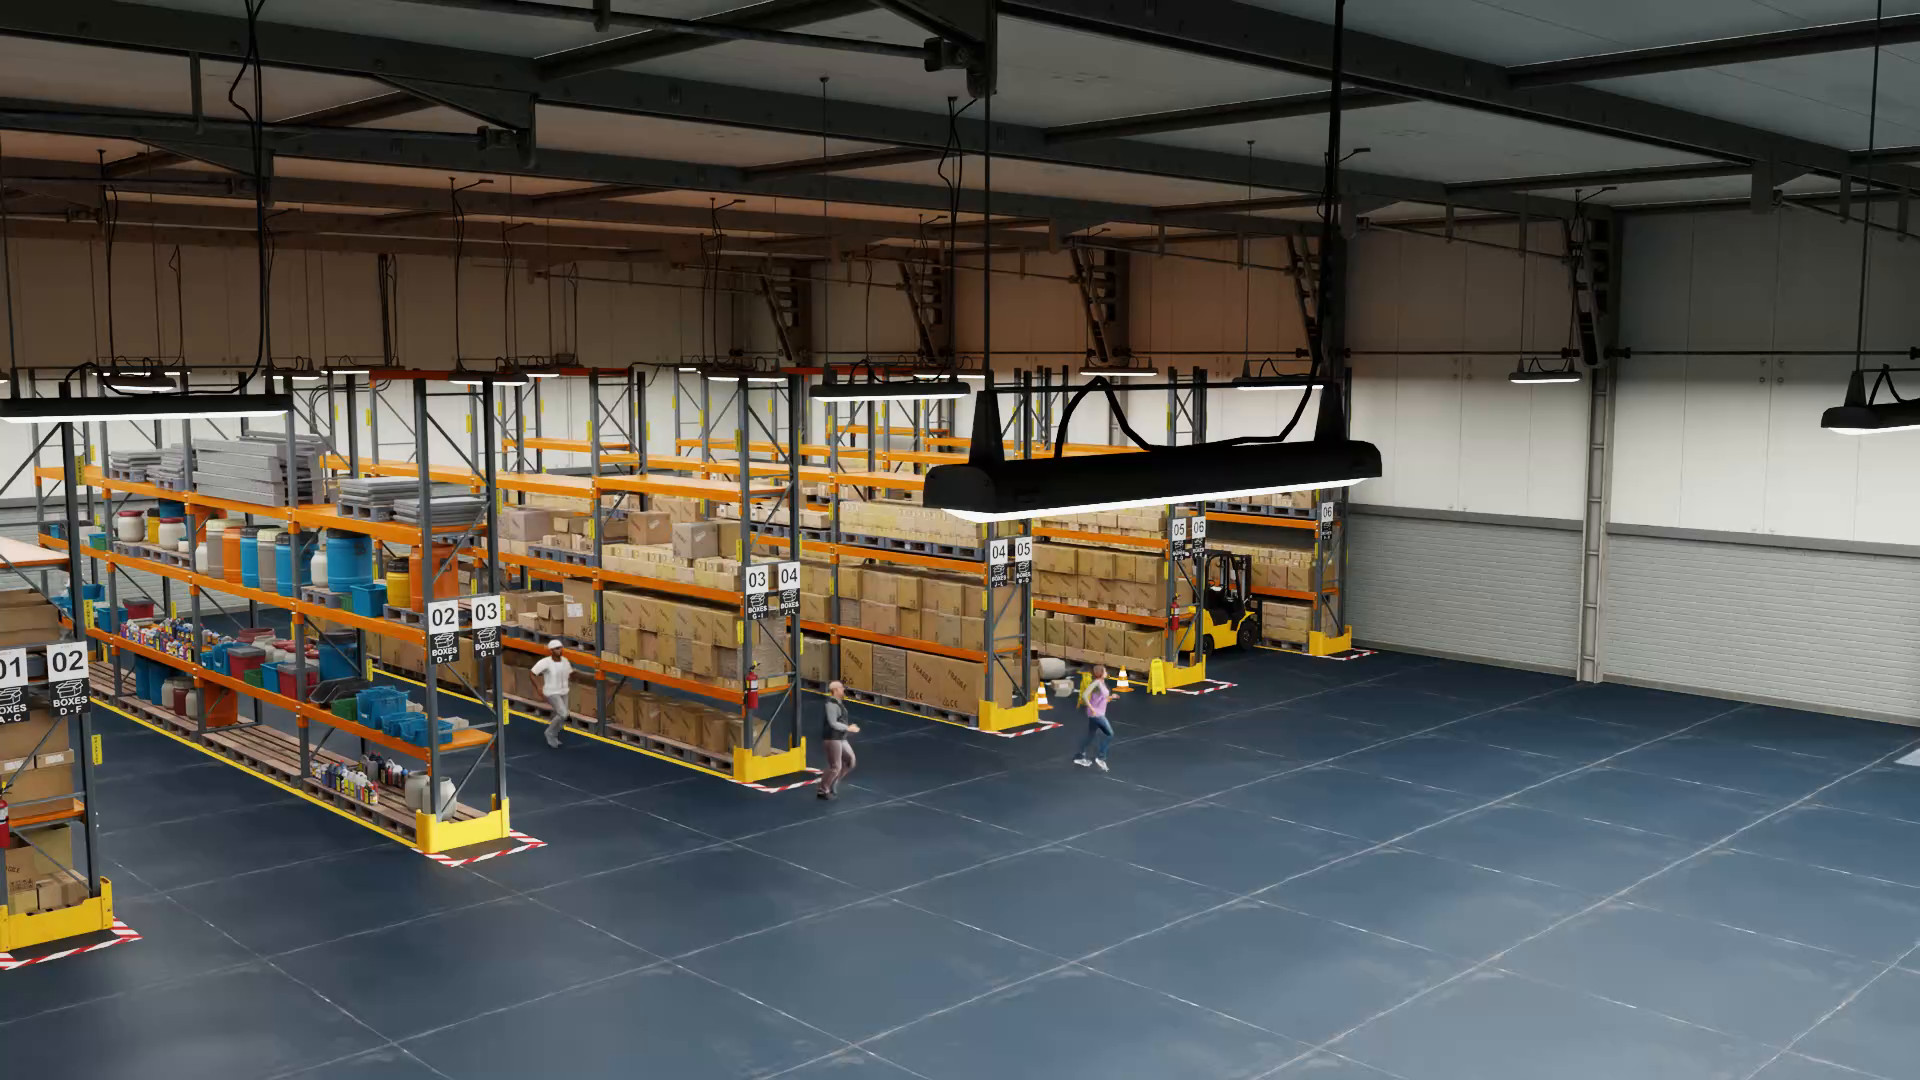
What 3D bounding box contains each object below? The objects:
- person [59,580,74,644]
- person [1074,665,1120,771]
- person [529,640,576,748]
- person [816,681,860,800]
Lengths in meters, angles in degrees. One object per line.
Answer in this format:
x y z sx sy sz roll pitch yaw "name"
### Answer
-18.161 1.676 33.720 1.018 1.772 0.660 -6 9 -41 "person"
2.082 2.700 25.297 0.697 1.638 0.506 0 6 3 "person"
-6.425 2.457 26.588 0.650 1.726 0.684 4 8 33 "person"
-1.720 2.834 23.578 0.648 1.703 0.683 1 6 5 "person"
